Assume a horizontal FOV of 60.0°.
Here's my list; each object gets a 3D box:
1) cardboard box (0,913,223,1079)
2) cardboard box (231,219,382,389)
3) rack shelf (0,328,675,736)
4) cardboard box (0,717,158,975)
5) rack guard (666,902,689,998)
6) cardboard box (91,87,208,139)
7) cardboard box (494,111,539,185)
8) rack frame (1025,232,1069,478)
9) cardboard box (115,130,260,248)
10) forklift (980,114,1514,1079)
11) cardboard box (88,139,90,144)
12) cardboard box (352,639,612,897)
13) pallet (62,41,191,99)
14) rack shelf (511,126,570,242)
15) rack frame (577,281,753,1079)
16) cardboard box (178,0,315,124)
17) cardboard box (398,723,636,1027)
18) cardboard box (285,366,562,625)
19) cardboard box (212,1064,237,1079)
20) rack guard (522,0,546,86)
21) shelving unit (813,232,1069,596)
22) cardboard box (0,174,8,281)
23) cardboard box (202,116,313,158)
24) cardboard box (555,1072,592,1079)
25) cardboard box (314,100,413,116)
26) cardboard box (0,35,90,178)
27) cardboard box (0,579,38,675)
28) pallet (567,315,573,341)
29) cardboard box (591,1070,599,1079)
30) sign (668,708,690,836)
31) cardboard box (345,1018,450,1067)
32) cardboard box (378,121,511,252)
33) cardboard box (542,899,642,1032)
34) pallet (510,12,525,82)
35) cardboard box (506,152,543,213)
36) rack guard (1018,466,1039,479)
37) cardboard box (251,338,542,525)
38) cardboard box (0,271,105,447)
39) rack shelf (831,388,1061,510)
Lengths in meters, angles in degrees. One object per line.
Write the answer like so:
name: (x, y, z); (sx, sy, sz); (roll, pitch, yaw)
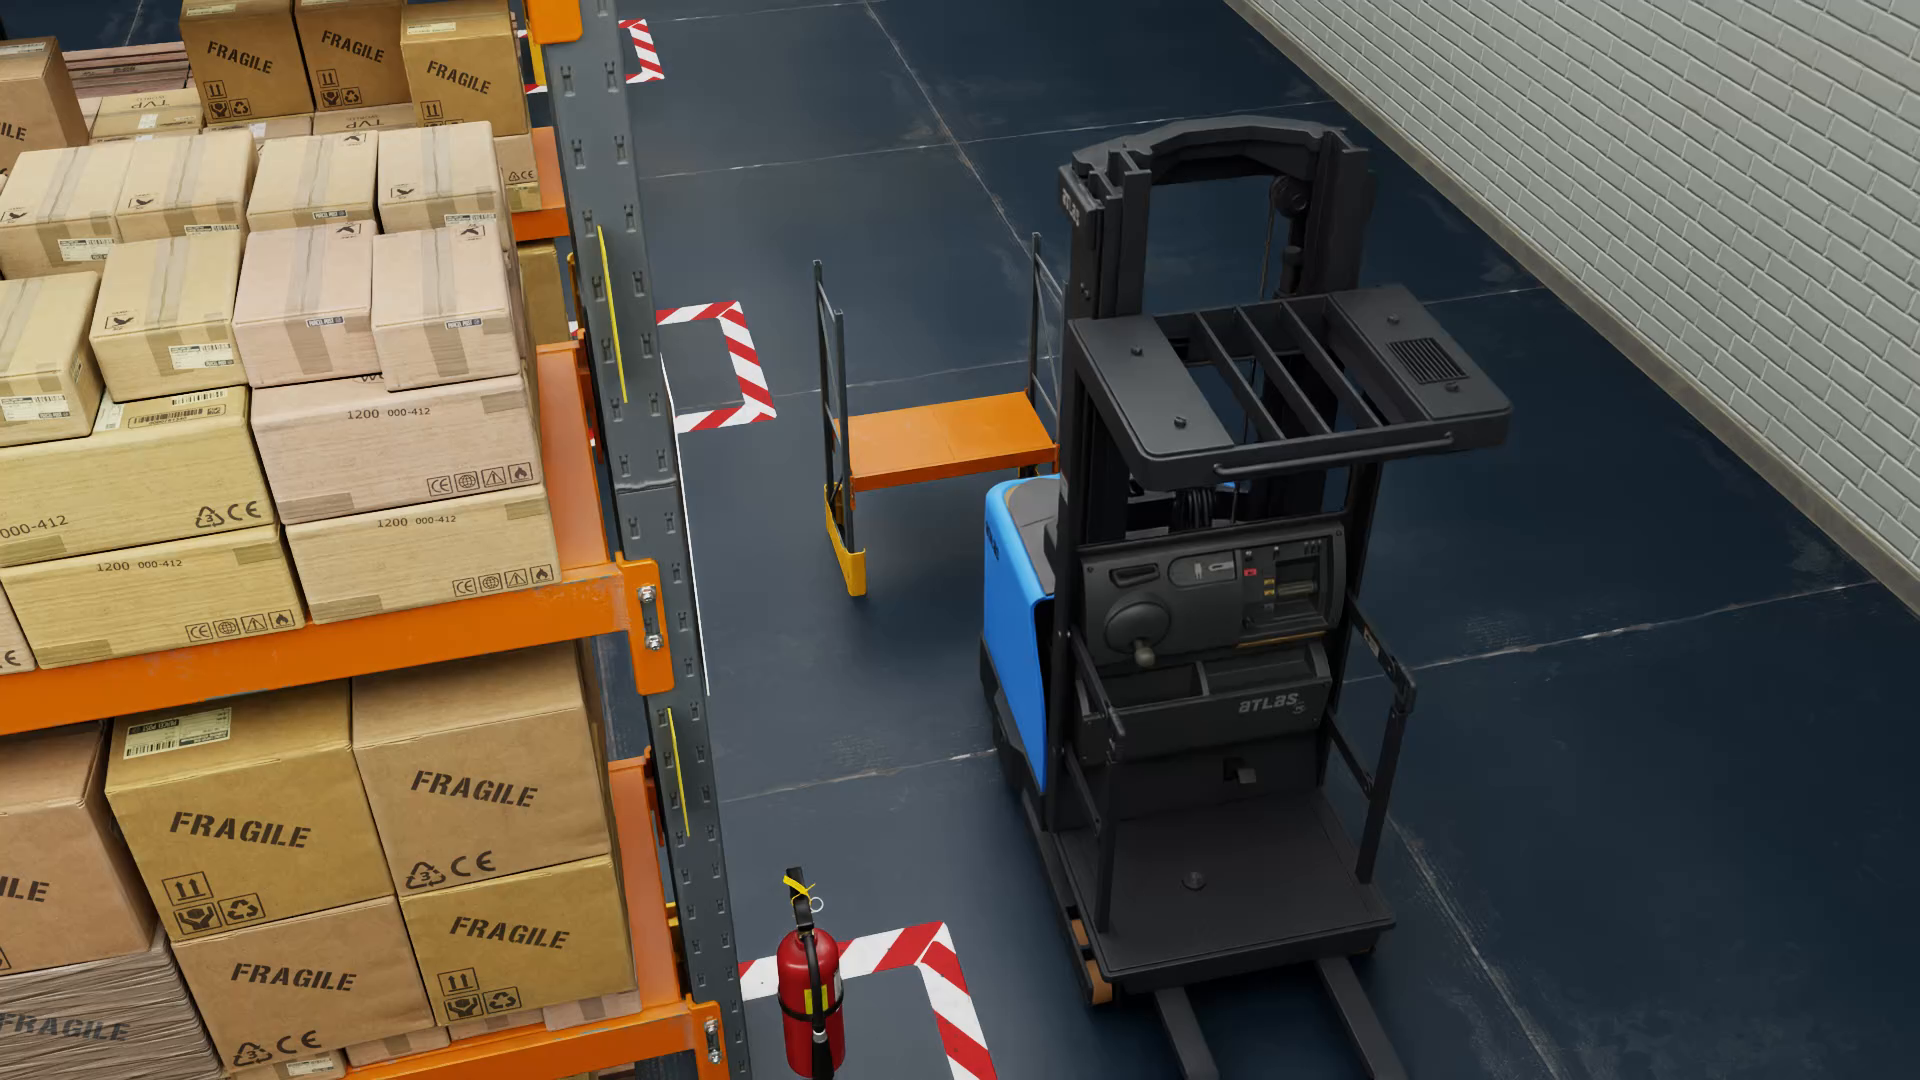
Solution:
cardboard box: (-2.127, 1.025, 4.094); (0.500, 0.500, 0.500); (-9, 38, -12)
cardboard box: (-1.277, -0.474, 3.295); (0.250, 0.149, 0.380); (-9, 38, -11)
rack shelf: (-2.706, 0.207, 3.613); (4.000, 0.370, 1.077); (-9, 38, -12)
cardboard box: (-2.141, 0.627, 3.791); (0.500, 0.500, 0.500); (-7, 38, -10)
rack guard: (-0.848, 1.801, 5.464); (0.348, 0.500, 1.175); (-9, 38, -12)
cardboard box: (-3.993, -2.021, 8.281); (0.500, 0.250, 0.500); (-10, 39, -13)
cardboard box: (-2.369, -1.956, 8.196); (0.500, 0.250, 0.500); (-10, 39, -13)
rack frame: (0.408, -0.663, 7.861); (0.032, 1.500, 0.500); (-9, 38, -12)
cardboard box: (-1.679, -0.745, 3.650); (0.250, 0.149, 0.380); (-9, 38, -12)
forklift: (0.917, 0.261, 5.476); (1.130, 2.935, 3.031); (-8, 38, -10)
cardboard box: (-4.330, -1.636, 7.778); (0.500, 0.250, 0.500); (-8, 38, -11)
cardboard box: (-1.152, 0.459, 4.010); (0.500, 0.500, 0.500); (-10, 39, -13)
pallet: (-6.424, -3.433, 12.543); (1.213, 0.211, 1.003); (-9, 38, -12)
rack shelf: (-3.901, -1.527, 8.349); (4.000, 0.370, 1.077); (-9, 38, -12)
rack frame: (-0.775, 0.796, 4.720); (0.127, 3.000, 1.000); (-9, 38, -12)
cardboard box: (-3.486, -2.403, 8.164); (0.500, 0.500, 0.500); (-10, 39, -13)
cardboard box: (-1.142, 0.860, 4.309); (0.500, 0.500, 0.500); (-9, 38, -11)
cardboard box: (-1.145, -0.109, 3.557); (0.500, 0.250, 0.500); (-10, 39, -13)
cardboard box: (-2.006, 1.258, 4.323); (0.250, 0.149, 0.380); (-11, 39, -14)
rack guard: (-3.242, -4.053, 13.117); (0.348, 0.500, 1.175); (-9, 38, -12)
shelving unit: (-0.074, -0.584, 7.758); (1.083, 1.500, 0.587); (-9, 38, -12)
cardboard box: (-2.135, -0.604, 3.465); (0.250, 0.149, 0.380); (-8, 38, -11)
cardboard box: (-3.350, -1.795, 7.985); (0.500, 0.250, 0.500); (-11, 39, -13)
cardboard box: (-1.220, 1.758, 4.974); (0.250, 0.149, 0.380); (-9, 38, -11)
cardboard box: (-3.004, -2.184, 8.494); (0.500, 0.250, 0.500); (-10, 38, -12)
cardboard box: (-4.325, -1.937, 7.554); (0.500, 0.500, 0.500); (-10, 39, -13)
cardboard box: (-2.118, 0.047, 3.354); (0.500, 0.250, 0.500); (-8, 38, -10)
pallet: (-2.722, -0.849, 9.166); (1.213, 0.211, 1.003); (-9, 38, -12)
cardboard box: (-1.364, 1.657, 5.596); (0.250, 0.149, 0.380); (-9, 38, -11)
sign: (-0.650, 0.539, 3.843); (0.005, 0.325, 0.100); (-9, 38, -12)
cardboard box: (-1.504, 1.179, 4.426); (0.250, 0.149, 0.380); (-10, 38, -12)
cardboard box: (-1.147, -0.775, 3.689); (0.250, 0.149, 0.380); (-10, 38, -12)
cardboard box: (-1.016, 1.113, 4.512); (0.250, 0.149, 0.380); (-9, 38, -12)
pallet: (-4.068, -3.819, 13.048); (1.213, 0.211, 1.003); (-9, 38, -12)
cardboard box: (-2.228, -1.780, 8.294); (0.250, 0.149, 0.380); (-9, 38, -11)
rack guard: (0.407, -0.166, 8.241); (0.087, 0.250, 0.587); (-9, 38, -12)
cardboard box: (-1.153, -0.312, 3.412); (0.500, 0.250, 0.500); (-10, 39, -13)
cardboard box: (-1.757, -0.340, 3.120); (0.250, 0.149, 0.380); (-9, 38, -11)
rack shelf: (-0.082, -0.439, 7.865); (1.000, 0.185, 0.538); (-9, 38, -12)
